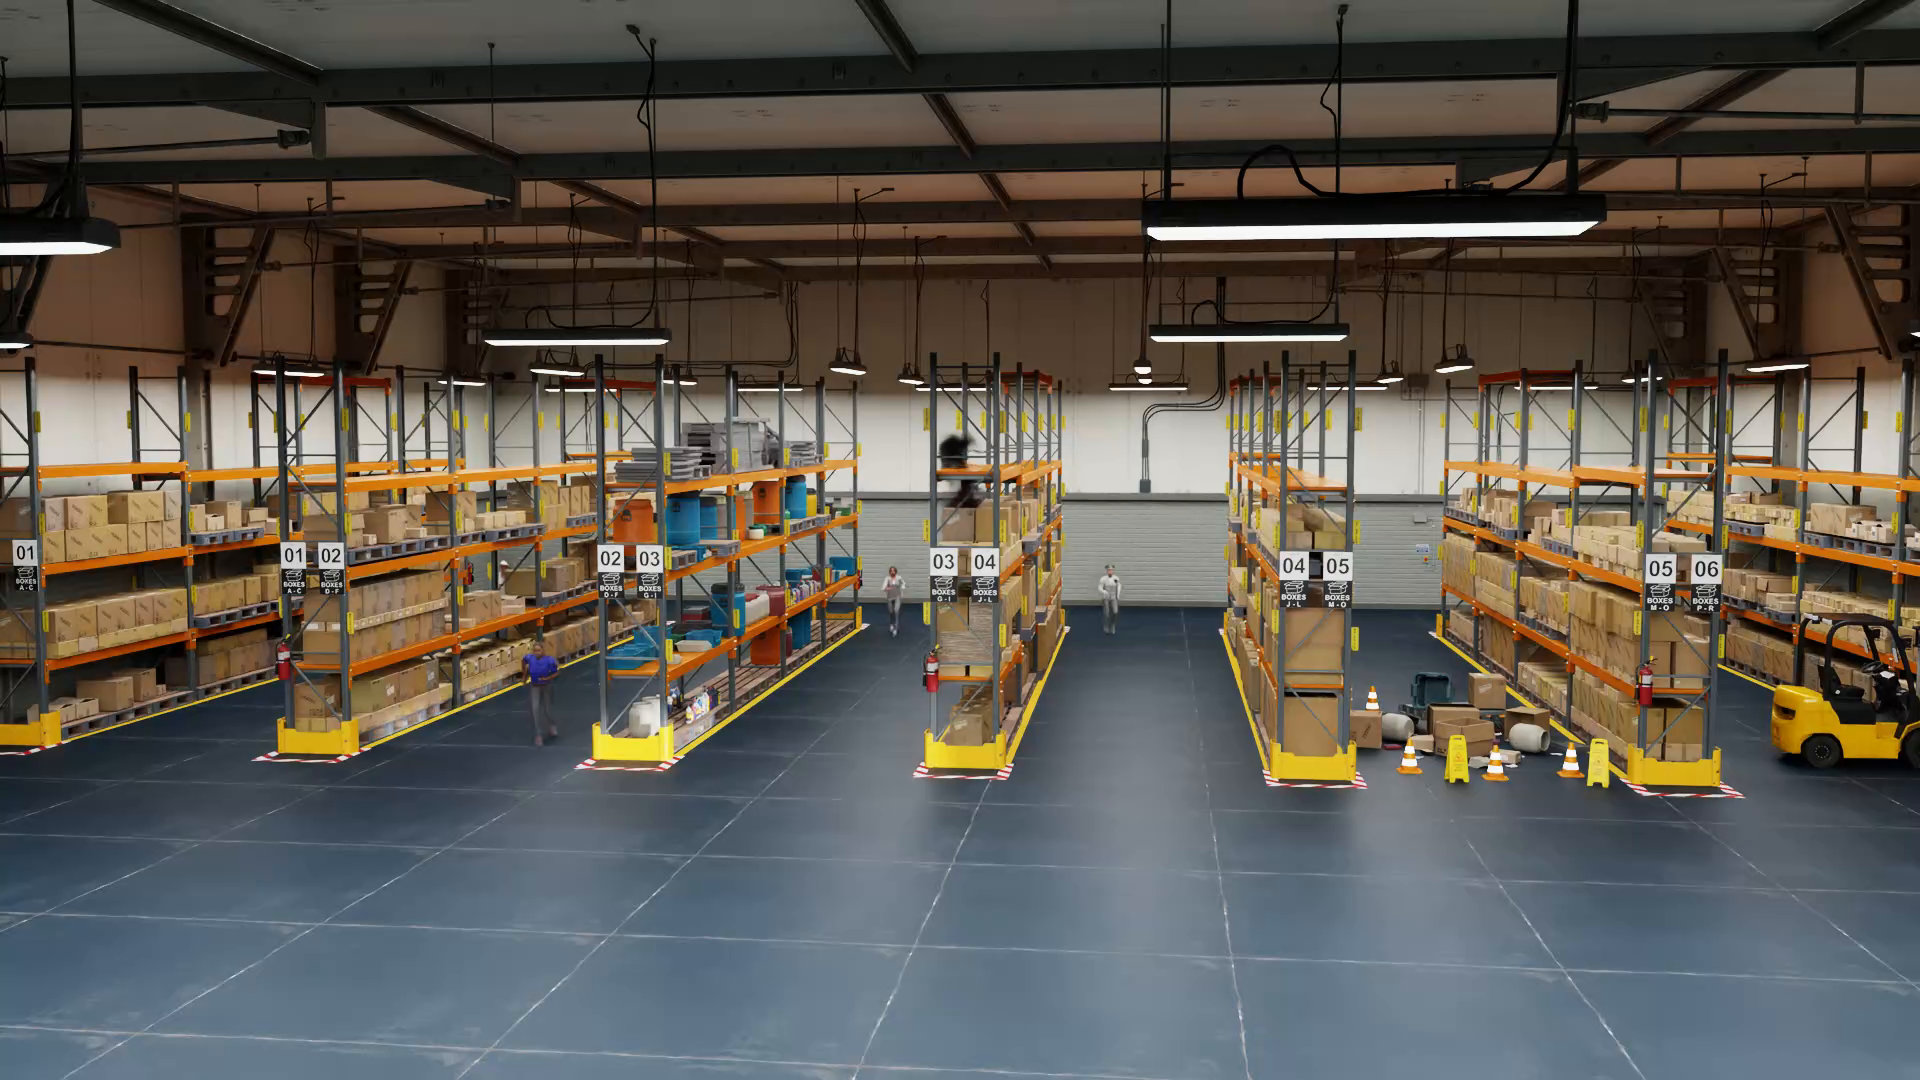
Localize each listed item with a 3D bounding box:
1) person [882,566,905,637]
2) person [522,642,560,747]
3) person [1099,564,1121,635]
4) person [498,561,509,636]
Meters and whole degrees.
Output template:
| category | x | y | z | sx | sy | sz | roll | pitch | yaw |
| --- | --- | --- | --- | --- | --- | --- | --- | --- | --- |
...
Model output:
| category | x | y | z | sx | sy | sz | roll | pitch | yaw |
| --- | --- | --- | --- | --- | --- | --- | --- | --- | --- |
| person | -1.569 | 1.424 | 39.148 | 0.516 | 1.611 | 0.824 | 0 | 4 | 1 |
| person | -6.555 | 2.382 | 26.093 | 0.624 | 1.647 | 0.906 | 0 | 4 | 1 |
| person | 3.547 | 1.399 | 39.282 | 0.558 | 1.673 | 0.758 | 0 | 4 | -5 |
| person | -10.618 | 1.362 | 38.860 | 0.641 | 1.766 | 0.777 | 1 | 4 | 13 |
